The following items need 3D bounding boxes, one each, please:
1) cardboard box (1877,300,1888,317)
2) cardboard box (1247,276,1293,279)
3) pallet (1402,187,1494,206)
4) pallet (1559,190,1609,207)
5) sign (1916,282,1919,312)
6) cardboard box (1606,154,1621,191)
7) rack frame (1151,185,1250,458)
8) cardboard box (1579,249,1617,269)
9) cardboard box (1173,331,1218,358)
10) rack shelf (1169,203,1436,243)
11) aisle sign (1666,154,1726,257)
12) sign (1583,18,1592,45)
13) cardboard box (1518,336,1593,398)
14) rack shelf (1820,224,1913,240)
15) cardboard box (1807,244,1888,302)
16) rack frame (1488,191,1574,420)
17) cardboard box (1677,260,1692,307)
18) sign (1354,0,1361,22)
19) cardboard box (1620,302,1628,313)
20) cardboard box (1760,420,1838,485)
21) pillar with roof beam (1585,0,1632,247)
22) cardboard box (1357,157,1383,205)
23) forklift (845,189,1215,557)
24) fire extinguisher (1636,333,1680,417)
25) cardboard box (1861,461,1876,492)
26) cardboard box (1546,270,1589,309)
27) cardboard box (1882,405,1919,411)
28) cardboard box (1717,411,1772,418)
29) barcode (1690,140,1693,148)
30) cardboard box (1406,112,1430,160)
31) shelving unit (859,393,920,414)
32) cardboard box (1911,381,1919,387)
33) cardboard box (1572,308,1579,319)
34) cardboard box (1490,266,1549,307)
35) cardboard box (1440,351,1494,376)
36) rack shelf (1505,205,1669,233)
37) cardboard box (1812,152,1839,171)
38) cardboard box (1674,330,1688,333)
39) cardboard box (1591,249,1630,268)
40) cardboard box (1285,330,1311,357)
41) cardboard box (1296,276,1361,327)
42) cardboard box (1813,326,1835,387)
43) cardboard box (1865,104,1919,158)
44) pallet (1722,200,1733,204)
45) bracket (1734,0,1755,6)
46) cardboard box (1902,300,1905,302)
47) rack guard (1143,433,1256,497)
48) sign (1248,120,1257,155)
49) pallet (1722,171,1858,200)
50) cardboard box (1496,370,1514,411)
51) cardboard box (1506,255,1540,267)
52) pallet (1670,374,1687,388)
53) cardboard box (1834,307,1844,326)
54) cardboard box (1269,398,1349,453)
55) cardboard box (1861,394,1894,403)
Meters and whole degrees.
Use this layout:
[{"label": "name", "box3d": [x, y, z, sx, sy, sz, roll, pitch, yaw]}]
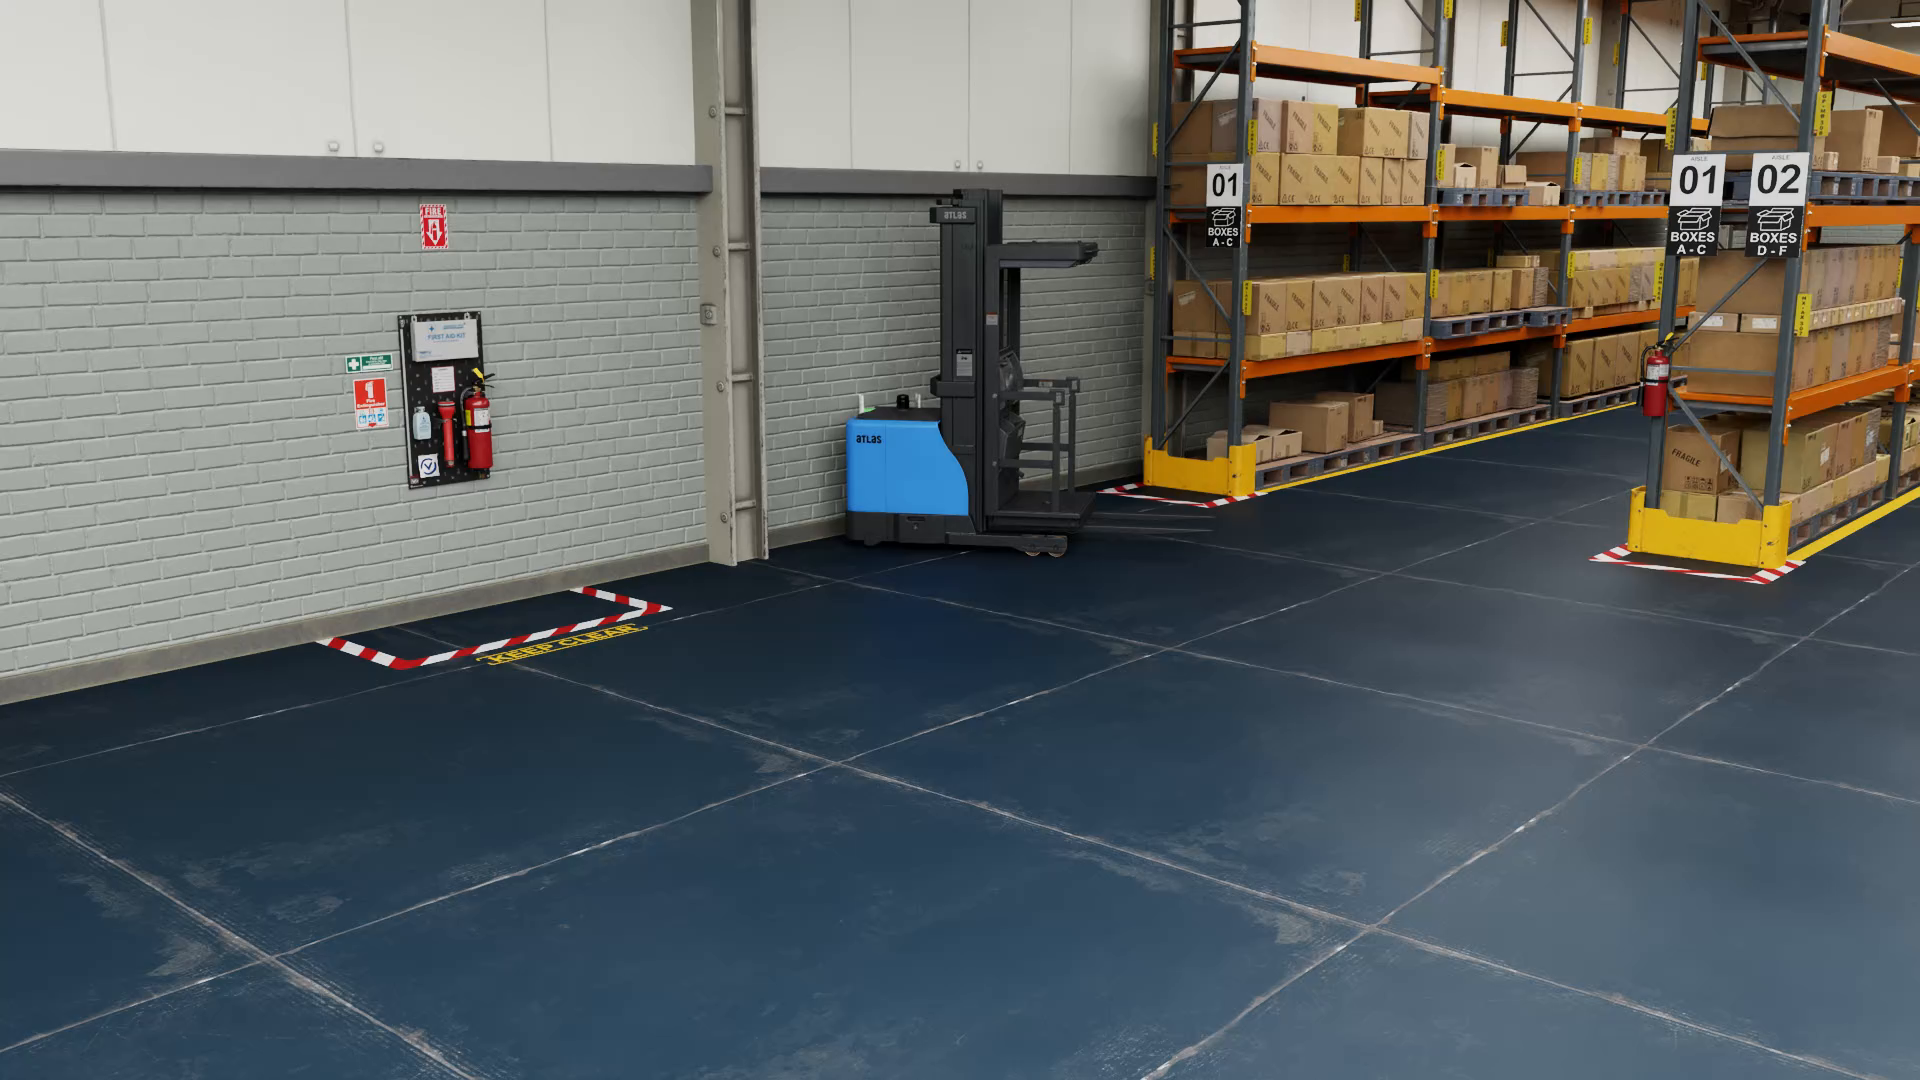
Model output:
[{"label": "cardboard box", "box3d": [8.368, -2.154, 15.427, 0.380, 0.149, 0.250, 9, 15, 39]}, {"label": "cardboard box", "box3d": [3.187, -2.531, 17.644, 0.500, 0.500, 0.500, 9, 15, 39]}, {"label": "pallet", "box3d": [5.486, -4.026, 19.529, 1.213, 0.211, 1.003, 10, 15, 40]}, {"label": "pallet", "box3d": [8.024, -4.638, 22.599, 1.213, 0.211, 1.003, 11, 16, 43]}, {"label": "sign", "box3d": [9.140, -2.322, 15.764, 0.100, 0.325, 0.005, 10, 15, 40]}, {"label": "cardboard box", "box3d": [8.918, -5.212, 23.609, 0.700, 0.500, 0.500, 10, 15, 40]}, {"label": "rack frame", "box3d": [2.358, -1.981, 16.472, 1.000, 3.000, 0.127, 10, 15, 40]}, {"label": "cardboard box", "box3d": [8.813, -3.917, 23.186, 0.500, 0.250, 0.500, 10, 15, 41]}, {"label": "cardboard box", "box3d": [2.521, -2.011, 16.955, 0.500, 0.250, 0.500, 10, 15, 41]}, {"label": "rack shelf", "box3d": [3.678, -3.394, 17.722, 1.077, 0.370, 4.000, 10, 15, 40]}, {"label": "aisle sign", "box3d": [5.817, -2.644, 13.155, 0.394, 0.787, 0.004, 10, 15, 40]}, {"label": "sign", "box3d": [8.053, -6.528, 21.334, 0.100, 0.325, 0.005, 10, 15, 40]}, {"label": "cardboard box", "box3d": [8.223, -2.401, 22.991, 0.750, 0.750, 0.750, 10, 15, 40]}, {"label": "rack shelf", "box3d": [10.042, -3.342, 17.465, 1.077, 0.370, 4.000, 10, 15, 40]}, {"label": "cardboard box", "box3d": [8.101, -2.474, 15.374, 0.700, 0.500, 0.500, 10, 15, 40]}, {"label": "rack frame", "box3d": [7.639, -3.158, 22.365, 1.000, 3.000, 0.127, 10, 15, 40]}, {"label": "cardboard box", "box3d": [10.649, -3.972, 25.671, 0.980, 0.700, 0.700, 10, 15, 41]}, {"label": "sign", "box3d": [4.578, -6.118, 19.079, 0.100, 0.325, 0.005, 10, 15, 40]}, {"label": "cardboard box", "box3d": [9.397, -3.366, 23.995, 0.380, 0.149, 0.250, 9, 15, 39]}, {"label": "cardboard box", "box3d": [7.251, -0.766, 14.420, 0.500, 0.500, 0.500, 10, 15, 40]}, {"label": "pillar with roof beam", "box3d": [13.325, -6.347, 23.013, 9.100, 9.000, 0.400, 10, 15, 40]}, {"label": "cardboard box", "box3d": [4.170, -3.834, 17.784, 0.500, 0.500, 0.500, 9, 14, 38]}, {"label": "forklift", "box3d": [0.611, -1.414, 13.806, 3.031, 2.935, 1.130, 2, 12, 11]}, {"label": "fire extinguisher", "box3d": [5.654, -1.346, 13.490, 0.296, 0.674, 0.183, 10, 15, 40]}, {"label": "cardboard box", "box3d": [8.242, -0.619, 15.598, 0.500, 0.250, 0.500, 10, 15, 40]}, {"label": "cardboard box", "box3d": [8.152, -3.401, 22.516, 0.500, 0.500, 0.500, 10, 15, 42]}, {"label": "cardboard box", "box3d": [9.857, -1.240, 17.279, 0.500, 0.311, 0.500, 9, 14, 38]}, {"label": "cardboard box", "box3d": [7.192, -0.906, 15.124, 0.500, 0.500, 0.500, 10, 15, 40]}, {"label": "barcode", "box3d": [5.918, -3.204, 13.452, 0.001, 0.075, 0.075, 10, 15, 40]}, {"label": "cardboard box", "box3d": [4.871, -4.481, 18.471, 0.500, 0.500, 0.500, 8, 14, 36]}, {"label": "shelving unit", "box3d": [-0.600, -0.663, 14.436, 0.503, 1.200, 0.258, -2, 8, -8]}, {"label": "cardboard box", "box3d": [11.803, -1.676, 20.204, 0.500, 0.500, 0.500, 11, 15, 43]}, {"label": "cardboard box", "box3d": [8.203, -3.099, 22.660, 0.380, 0.149, 0.250, 10, 15, 41]}, {"label": "cardboard box", "box3d": [7.336, -3.353, 21.960, 0.700, 0.500, 0.500, 8, 14, 34]}, {"label": "cardboard box", "box3d": [6.443, -2.251, 21.168, 0.500, 0.250, 0.500, 10, 15, 40]}, {"label": "rack shelf", "box3d": [8.959, -4.571, 23.615, 1.077, 0.370, 4.000, 10, 15, 40]}, {"label": "cardboard box", "box3d": [6.990, -3.114, 13.697, 0.380, 0.149, 0.250, 10, 15, 40]}, {"label": "cardboard box", "box3d": [11.557, -3.245, 26.455, 0.380, 0.149, 0.250, 9, 15, 39]}, {"label": "cardboard box", "box3d": [9.146, -3.993, 23.566, 0.500, 0.250, 0.500, 9, 15, 39]}, {"label": "cardboard box", "box3d": [3.251, -2.026, 17.031, 0.500, 0.250, 0.500, 9, 15, 39]}, {"label": "cardboard box", "box3d": [3.910, -2.541, 17.691, 0.500, 0.500, 0.500, 10, 15, 42]}, {"label": "cardboard box", "box3d": [7.074, -1.608, 14.346, 0.700, 0.500, 0.500, 10, 15, 41]}, {"label": "cardboard box", "box3d": [9.159, -3.987, 16.250, 0.500, 0.500, 0.500, 10, 15, 41]}, {"label": "pallet", "box3d": [11.633, -5.472, 26.517, 1.003, 0.211, 1.213, 10, 15, 40]}, {"label": "bracket", "box3d": [12.333, -9.063, 27.421, 0.076, 0.066, 4.783, 10, 15, 40]}, {"label": "cardboard box", "box3d": [10.267, -2.318, 17.905, 0.500, 0.500, 0.500, 9, 14, 37]}, {"label": "rack guard", "box3d": [2.408, -0.767, 16.773, 1.175, 0.500, 0.348, 10, 15, 40]}, {"label": "sign", "box3d": [2.766, -3.811, 15.742, 0.100, 0.325, 0.005, 10, 15, 40]}, {"label": "pallet", "box3d": [6.568, -2.870, 13.487, 1.003, 0.211, 1.213, 10, 15, 40]}, {"label": "cardboard box", "box3d": [6.775, -1.975, 21.699, 0.700, 0.500, 0.500, 10, 15, 40]}, {"label": "cardboard box", "box3d": [7.434, -3.686, 21.975, 0.380, 0.149, 0.250, 7, 14, 33]}, {"label": "pallet", "box3d": [10.840, -2.481, 26.094, 1.003, 0.211, 1.213, 10, 15, 40]}, {"label": "cardboard box", "box3d": [7.351, -1.928, 14.295, 0.380, 0.149, 0.250, 10, 15, 40]}, {"label": "cardboard box", "box3d": [3.780, -1.247, 18.053, 0.700, 0.500, 0.500, 9, 14, 37]}, {"label": "cardboard box", "box3d": [10.117, -1.459, 18.372, 0.500, 0.311, 0.500, 9, 15, 39]}]
